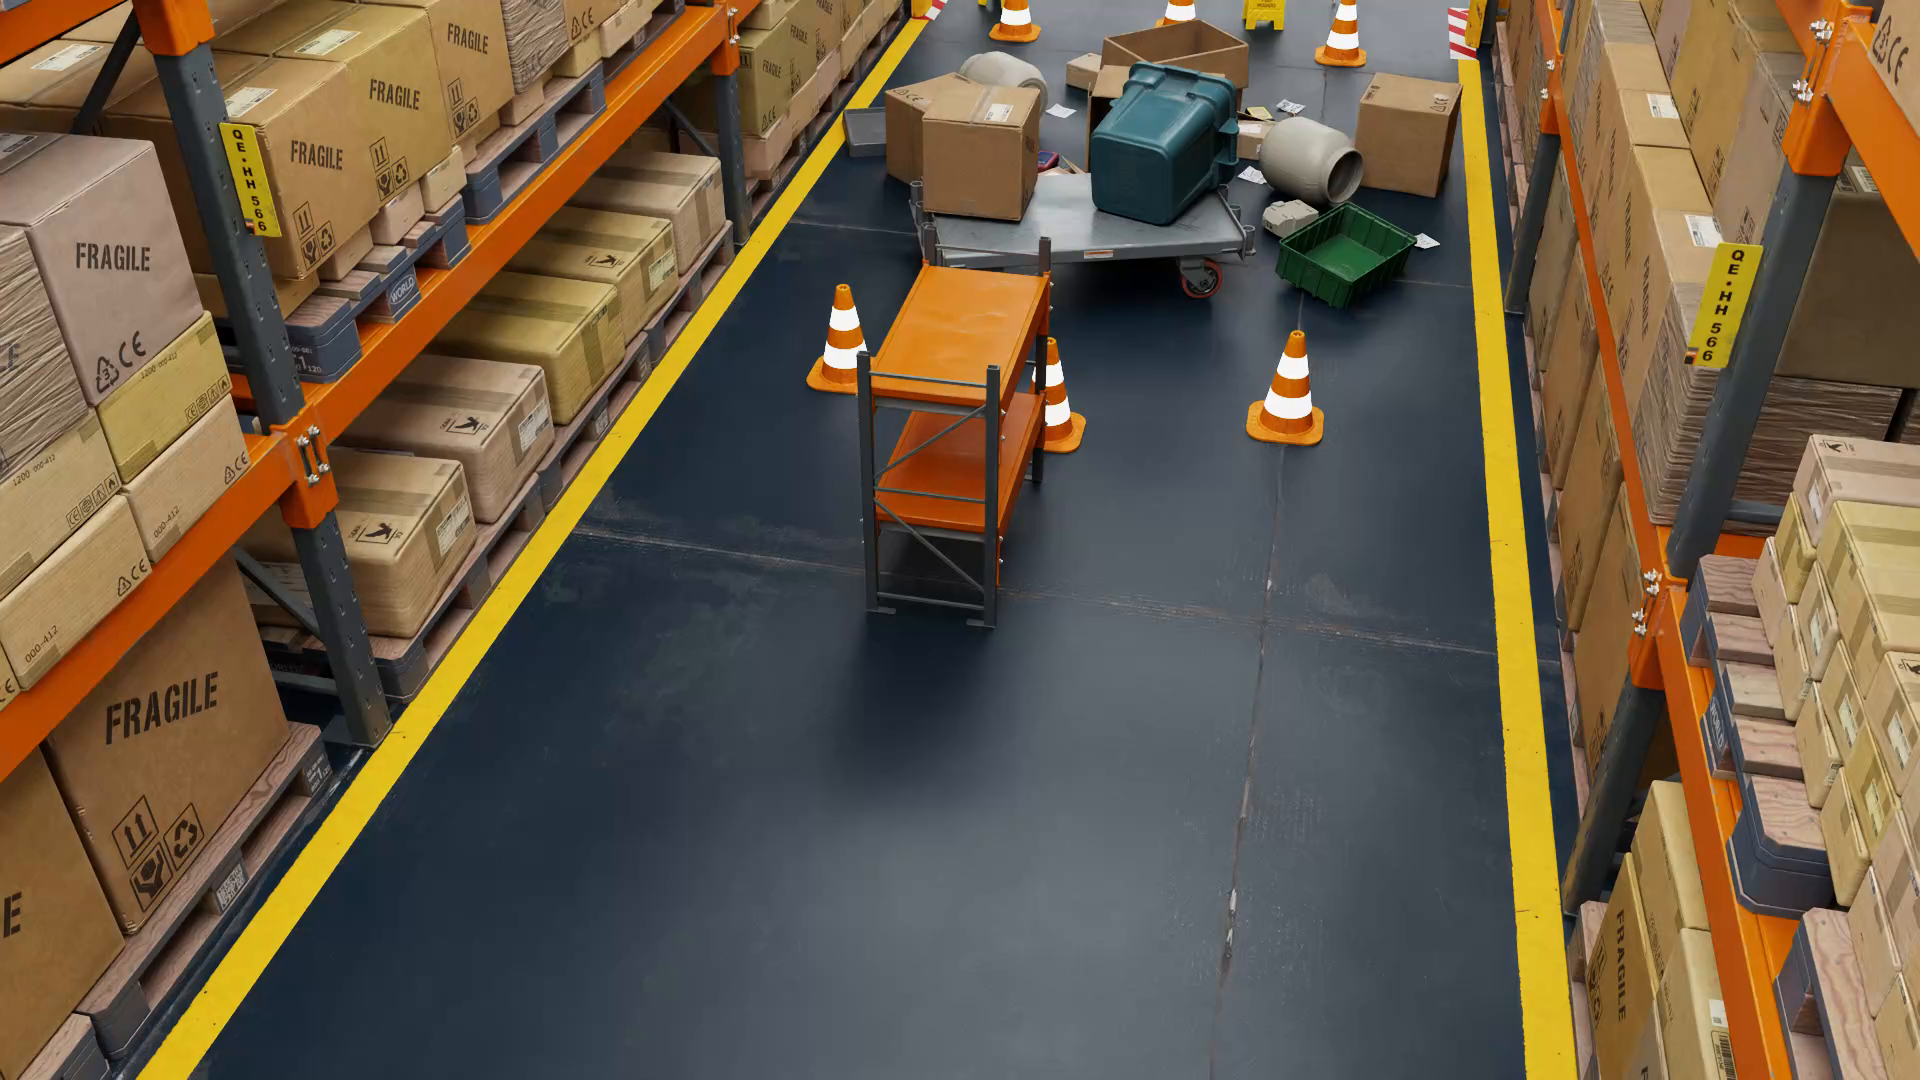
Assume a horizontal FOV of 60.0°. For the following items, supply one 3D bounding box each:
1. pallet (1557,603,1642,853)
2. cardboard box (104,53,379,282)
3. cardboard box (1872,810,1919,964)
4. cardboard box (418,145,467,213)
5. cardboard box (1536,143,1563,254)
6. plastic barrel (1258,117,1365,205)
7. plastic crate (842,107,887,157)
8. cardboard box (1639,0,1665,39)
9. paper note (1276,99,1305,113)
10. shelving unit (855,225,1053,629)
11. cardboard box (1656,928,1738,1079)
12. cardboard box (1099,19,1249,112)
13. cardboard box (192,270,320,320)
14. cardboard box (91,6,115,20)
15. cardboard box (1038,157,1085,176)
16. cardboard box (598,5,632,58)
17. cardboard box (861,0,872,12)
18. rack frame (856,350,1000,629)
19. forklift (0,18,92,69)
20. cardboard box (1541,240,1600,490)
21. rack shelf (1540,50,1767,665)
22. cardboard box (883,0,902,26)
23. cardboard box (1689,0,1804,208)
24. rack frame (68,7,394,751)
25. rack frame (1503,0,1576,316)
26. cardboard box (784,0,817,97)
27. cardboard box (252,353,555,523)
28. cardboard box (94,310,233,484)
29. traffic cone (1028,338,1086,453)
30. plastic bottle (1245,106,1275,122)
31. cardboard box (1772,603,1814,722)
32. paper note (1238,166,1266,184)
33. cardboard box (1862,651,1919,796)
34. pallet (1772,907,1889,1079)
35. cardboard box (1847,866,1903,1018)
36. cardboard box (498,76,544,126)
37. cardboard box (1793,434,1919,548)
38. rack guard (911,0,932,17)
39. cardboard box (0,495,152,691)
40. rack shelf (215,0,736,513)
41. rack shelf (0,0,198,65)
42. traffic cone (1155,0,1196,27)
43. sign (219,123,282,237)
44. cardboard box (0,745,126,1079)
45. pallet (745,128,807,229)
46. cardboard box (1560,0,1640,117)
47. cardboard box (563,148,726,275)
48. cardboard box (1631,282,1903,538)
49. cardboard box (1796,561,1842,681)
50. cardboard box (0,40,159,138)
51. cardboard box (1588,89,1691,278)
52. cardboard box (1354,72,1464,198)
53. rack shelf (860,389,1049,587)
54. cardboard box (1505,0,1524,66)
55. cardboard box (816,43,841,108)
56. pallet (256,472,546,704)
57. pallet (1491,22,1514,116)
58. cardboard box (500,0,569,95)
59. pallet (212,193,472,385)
[{"bbox_3d":[2.609,0.665,5.653,1.003,0.211,1.213,7,37,10],"label":"pallet"},{"bbox_3d":[-2.168,-1.144,5.076,0.500,0.500,0.500,6,36,9],"label":"cardboard box"},{"bbox_3d":[1.850,0.638,2.916,0.380,0.149,0.250,7,37,10],"label":"cardboard box"},{"bbox_3d":[-1.964,-1.280,5.816,0.380,0.149,0.250,8,37,10],"label":"cardboard box"},{"bbox_3d":[3.424,-1.976,8.374,0.875,0.875,0.875,8,37,11],"label":"cardboard box"},{"bbox_3d":[1.965,-2.114,9.307,0.421,0.421,0.512,-24,42,-30],"label":"plastic barrel"},{"bbox_3d":[-0.500,-2.492,10.121,0.402,0.080,0.583,-5,36,-6],"label":"plastic crate"},{"bbox_3d":[3.013,-2.180,6.264,0.700,0.500,0.500,7,36,9],"label":"cardboard box"},{"bbox_3d":[2.091,-2.743,10.510,0.144,0.017,0.142,20,41,26],"label":"paper note"},{"bbox_3d":[-0.001,-0.452,6.415,0.538,1.125,1.048,7,37,10],"label":"shelving unit"},{"bbox_3d":[1.875,1.173,3.709,0.500,0.250,0.500,7,37,9],"label":"cardboard box"},{"bbox_3d":[1.316,-2.835,10.233,0.797,0.503,0.637,-17,39,-22],"label":"cardboard box"},{"bbox_3d":[-2.240,-0.815,5.175,0.380,0.149,0.250,5,36,7],"label":"cardboard box"},{"bbox_3d":[-5.872,-3.380,10.842,0.500,0.250,0.500,8,37,11],"label":"cardboard box"},{"bbox_3d":[0.634,-1.968,9.240,0.258,0.266,0.396,-17,39,-22],"label":"cardboard box"},{"bbox_3d":[-1.621,-2.168,7.042,0.380,0.149,0.250,8,37,10],"label":"cardboard box"},{"bbox_3d":[-0.806,-3.739,10.699,0.500,0.500,0.500,9,37,12],"label":"cardboard box"},{"bbox_3d":[-0.110,-0.160,6.012,0.500,1.125,0.032,7,37,10],"label":"rack frame"},{"bbox_3d":[-4.253,-2.374,7.528,1.130,2.935,3.031,7,37,10],"label":"forklift"},{"bbox_3d":[2.967,-0.654,6.656,1.050,0.750,0.750,7,37,10],"label":"cardboard box"},{"bbox_3d":[2.794,-0.877,6.017,1.077,0.370,4.000,7,37,10],"label":"rack shelf"},{"bbox_3d":[-0.697,-3.716,11.307,0.500,0.250,0.500,7,37,10],"label":"cardboard box"},{"bbox_3d":[2.686,-1.308,5.061,0.700,0.500,0.500,7,36,9],"label":"cardboard box"},{"bbox_3d":[-2.491,-0.584,5.000,1.000,3.000,0.127,7,37,10],"label":"rack frame"},{"bbox_3d":[3.221,-2.315,7.388,1.000,3.000,0.127,7,37,10],"label":"rack frame"},{"bbox_3d":[-1.144,-2.851,9.473,0.500,0.500,0.500,9,37,12],"label":"cardboard box"},{"bbox_3d":[-2.210,-0.437,6.678,0.950,0.372,0.625,7,36,9],"label":"cardboard box"},{"bbox_3d":[-2.346,-0.416,4.470,0.500,0.250,0.500,7,37,10],"label":"cardboard box"},{"bbox_3d":[0.382,-0.672,7.283,0.336,0.463,0.334,7,37,10],"label":"traffic cone"},{"bbox_3d":[1.865,-2.600,10.285,0.133,0.061,0.283,-5,36,-6],"label":"plastic bottle"},{"bbox_3d":[2.017,0.295,3.643,0.380,0.149,0.250,9,37,12],"label":"cardboard box"},{"bbox_3d":[1.723,-2.117,9.652,0.172,0.023,0.155,20,41,26],"label":"paper note"},{"bbox_3d":[1.910,0.356,3.052,0.380,0.149,0.250,6,36,8],"label":"cardboard box"},{"bbox_3d":[1.984,1.196,2.707,1.003,0.211,1.213,7,37,10],"label":"pallet"},{"bbox_3d":[1.849,0.758,3.005,0.380,0.149,0.250,8,37,11],"label":"cardboard box"},{"bbox_3d":[-1.847,-1.736,6.445,0.380,0.149,0.250,8,37,11],"label":"cardboard box"},{"bbox_3d":[2.078,-0.088,3.664,0.380,0.149,0.250,7,37,10],"label":"cardboard box"},{"bbox_3d":[-0.798,-4.115,12.002,1.175,0.500,0.348,7,37,10],"label":"rack guard"},{"bbox_3d":[-2.439,0.094,4.192,0.500,0.250,0.500,8,37,11],"label":"cardboard box"},{"bbox_3d":[-2.063,-1.439,6.793,1.077,0.370,4.000,7,37,10],"label":"rack shelf"},{"bbox_3d":[-2.918,-0.361,2.749,1.077,0.370,4.000,7,37,10],"label":"rack shelf"},{"bbox_3d":[1.543,-3.791,11.586,0.336,0.463,0.334,7,37,10],"label":"traffic cone"},{"bbox_3d":[-1.948,-0.985,4.567,0.100,0.325,0.005,7,37,10],"label":"sign"},{"bbox_3d":[-2.914,1.003,4.263,0.875,0.875,0.875,8,37,11],"label":"cardboard box"},{"bbox_3d":[-1.527,-2.138,9.520,1.003,0.211,1.213,7,37,10],"label":"pallet"},{"bbox_3d":[2.846,-2.088,6.989,0.500,0.500,0.500,8,37,10],"label":"cardboard box"},{"bbox_3d":[-1.746,-1.682,8.397,0.950,0.372,0.625,8,37,11],"label":"cardboard box"},{"bbox_3d":[2.201,-0.354,4.597,0.500,0.500,0.500,7,37,10],"label":"cardboard box"},{"bbox_3d":[2.011,0.197,3.524,0.380,0.149,0.250,9,37,12],"label":"cardboard box"},{"bbox_3d":[-2.665,-1.211,5.168,0.500,0.500,0.500,6,36,9],"label":"cardboard box"},{"bbox_3d":[2.521,-1.221,5.793,0.500,0.500,0.500,8,37,11],"label":"cardboard box"},{"bbox_3d":[2.550,-2.322,9.526,0.500,0.500,0.500,14,38,18],"label":"cardboard box"},{"bbox_3d":[-0.001,-0.254,6.558,0.538,0.278,1.000,7,37,10],"label":"rack shelf"},{"bbox_3d":[3.995,-3.521,10.504,0.875,0.875,0.875,8,37,10],"label":"cardboard box"},{"bbox_3d":[-1.033,-2.850,10.112,0.500,0.250,0.500,7,36,9],"label":"cardboard box"},{"bbox_3d":[-2.322,0.097,6.436,1.003,0.211,1.213,7,37,10],"label":"pallet"},{"bbox_3d":[3.981,-3.011,10.724,1.003,0.211,1.213,7,37,10],"label":"pallet"},{"bbox_3d":[-1.843,-2.035,6.305,0.500,0.500,0.500,6,36,8],"label":"cardboard box"},{"bbox_3d":[-2.443,-0.928,5.638,1.213,0.211,1.003,7,37,10],"label":"pallet"}]
